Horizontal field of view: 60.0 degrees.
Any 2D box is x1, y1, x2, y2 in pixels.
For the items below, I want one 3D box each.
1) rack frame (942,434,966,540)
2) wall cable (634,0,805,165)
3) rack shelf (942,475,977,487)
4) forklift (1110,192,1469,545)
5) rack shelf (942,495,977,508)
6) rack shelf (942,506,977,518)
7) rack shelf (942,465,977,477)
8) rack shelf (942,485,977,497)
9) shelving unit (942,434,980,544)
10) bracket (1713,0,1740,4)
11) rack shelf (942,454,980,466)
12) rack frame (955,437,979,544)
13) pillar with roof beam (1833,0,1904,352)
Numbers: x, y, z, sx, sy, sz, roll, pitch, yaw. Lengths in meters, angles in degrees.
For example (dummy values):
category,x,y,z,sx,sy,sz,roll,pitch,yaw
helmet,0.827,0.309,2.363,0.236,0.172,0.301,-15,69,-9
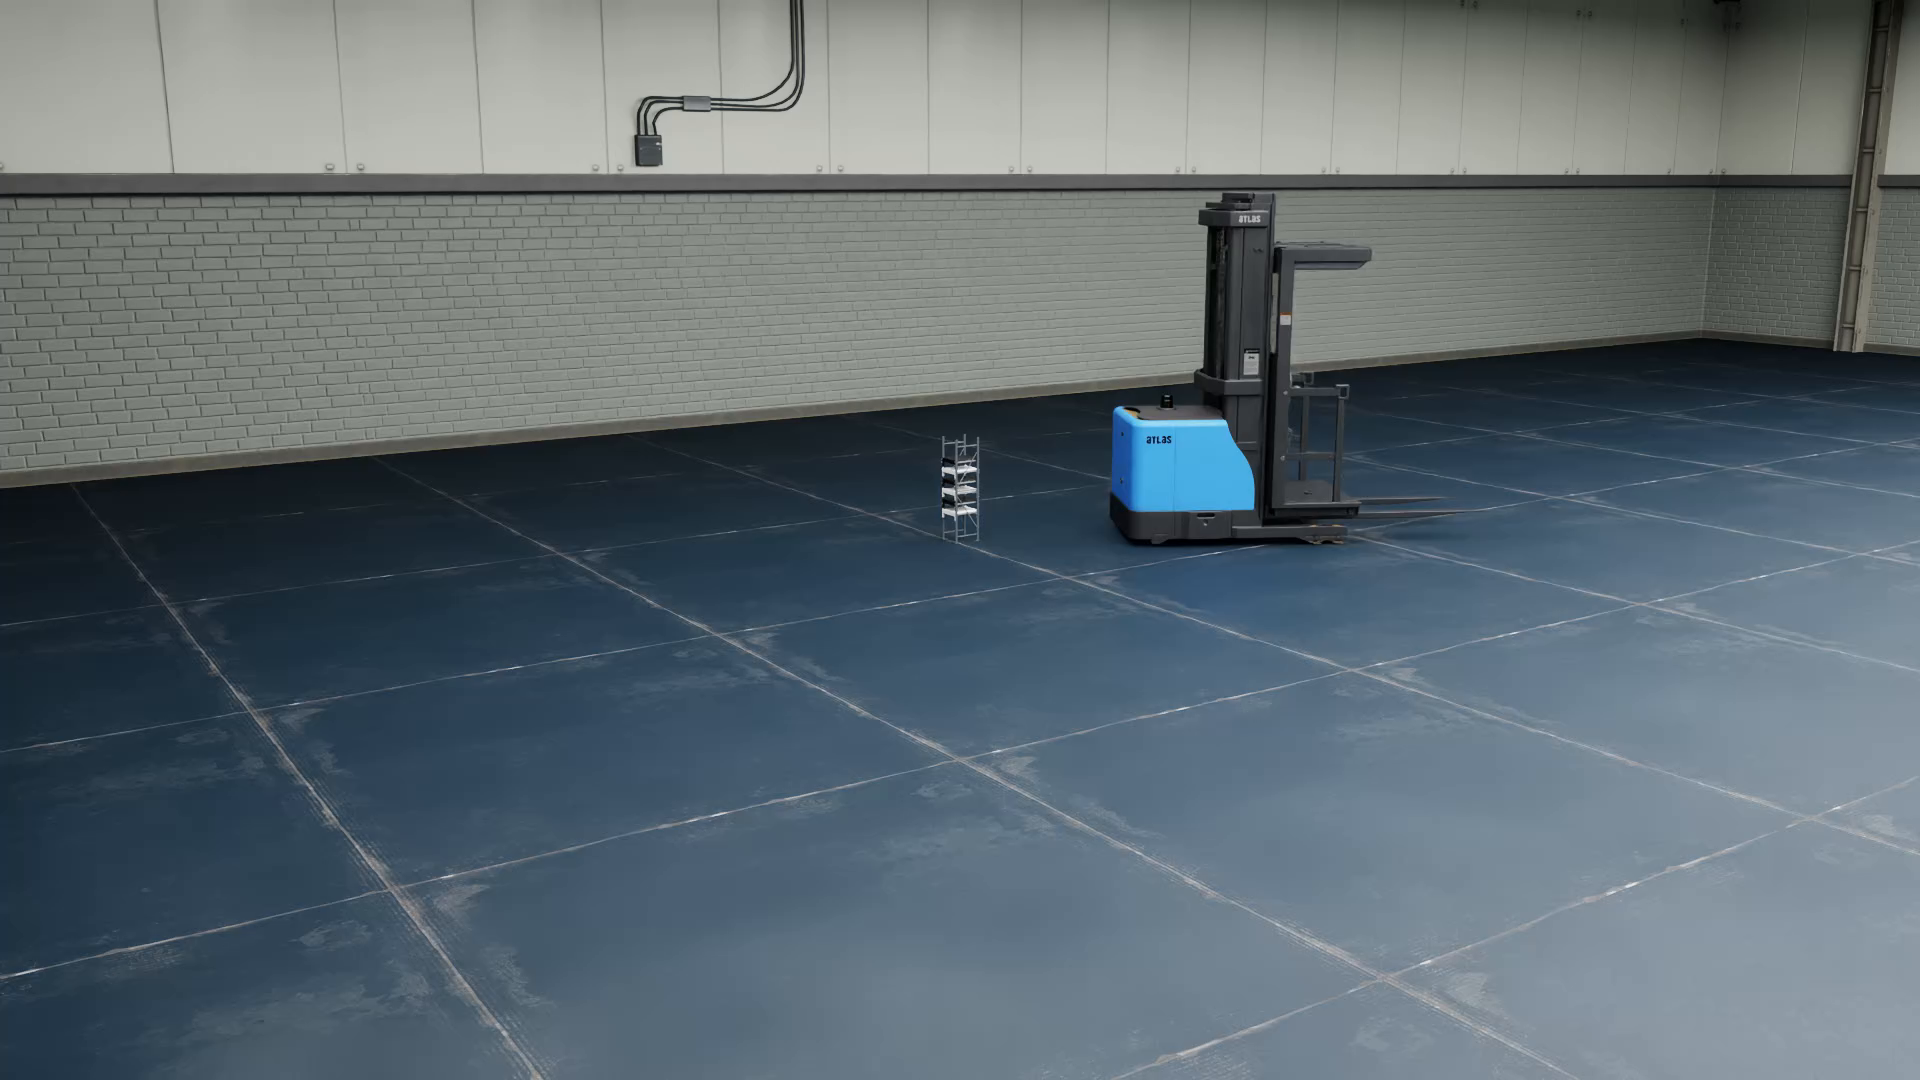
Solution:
category,x,y,z,sx,sy,sz,roll,pitch,yaw
rack frame,-0.052,-0.456,14.342,0.240,0.900,0.006,-8,15,-33
wall cable,-2.872,-7.528,19.761,2.305,6.003,0.169,-8,15,-33
rack shelf,0.004,-0.494,14.247,0.258,0.077,0.200,-8,15,-33
forklift,2.894,-1.505,14.381,3.031,2.935,1.130,-1,12,-5
rack shelf,0.004,-0.318,14.285,0.258,0.077,0.200,-8,15,-33
rack shelf,0.004,-0.230,14.305,0.258,0.077,0.200,-8,15,-33
rack shelf,0.004,-0.581,14.228,0.258,0.077,0.200,-8,15,-33
rack shelf,0.004,-0.406,14.266,0.258,0.077,0.200,-8,15,-33
shelving unit,0.004,-0.438,14.259,0.258,0.900,0.210,-8,15,-33
bracket,14.132,-10.005,30.625,0.235,0.232,0.430,-8,15,-33
rack shelf,0.004,-0.669,14.208,0.258,0.077,0.200,-8,15,-33
rack frame,0.061,-0.420,14.176,0.240,0.900,0.006,-8,15,-33
pillar with roof beam,12.387,-7.284,26.607,9.100,9.000,0.548,-8,15,-33
